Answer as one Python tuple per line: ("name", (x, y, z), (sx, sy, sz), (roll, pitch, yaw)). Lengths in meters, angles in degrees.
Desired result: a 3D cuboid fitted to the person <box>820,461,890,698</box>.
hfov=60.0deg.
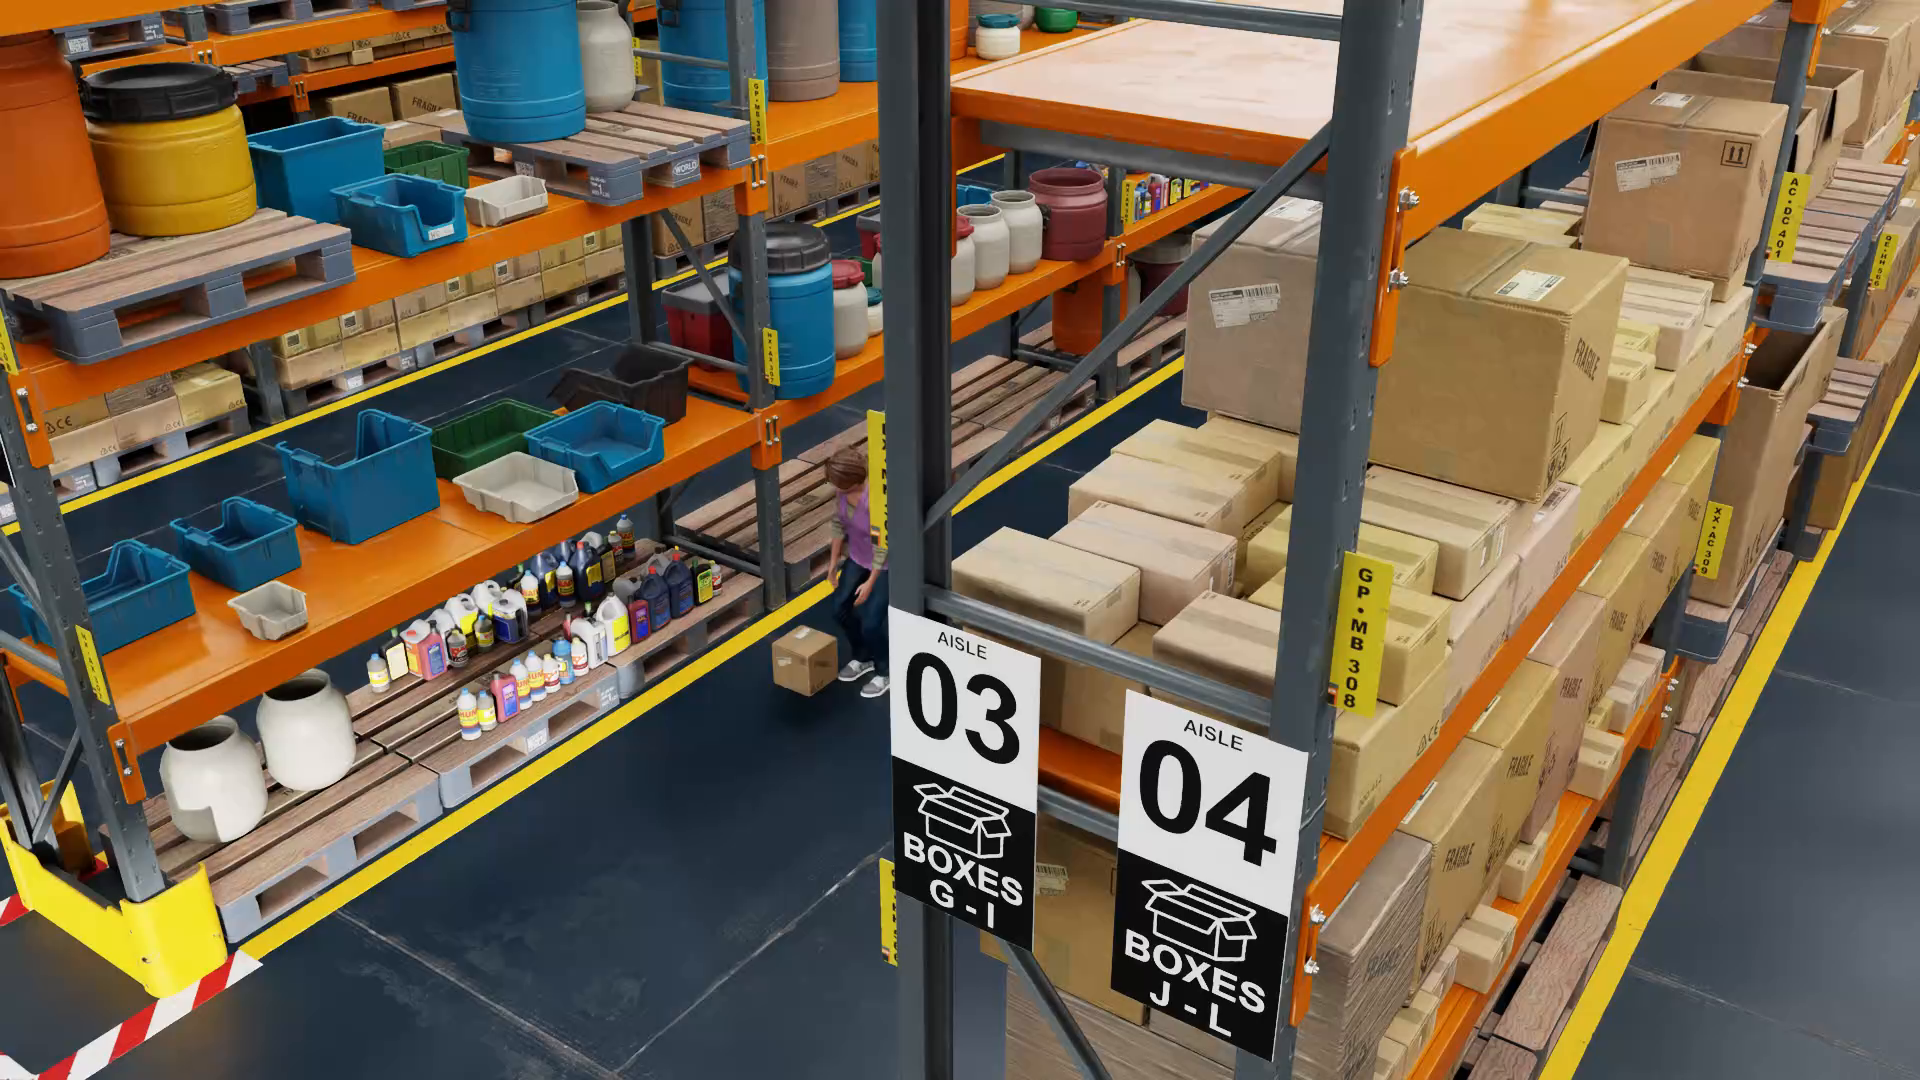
("person", (-0.502, 0.191, 9.004), (0.560, 1.408, 0.456), (-23, 35, -37))
